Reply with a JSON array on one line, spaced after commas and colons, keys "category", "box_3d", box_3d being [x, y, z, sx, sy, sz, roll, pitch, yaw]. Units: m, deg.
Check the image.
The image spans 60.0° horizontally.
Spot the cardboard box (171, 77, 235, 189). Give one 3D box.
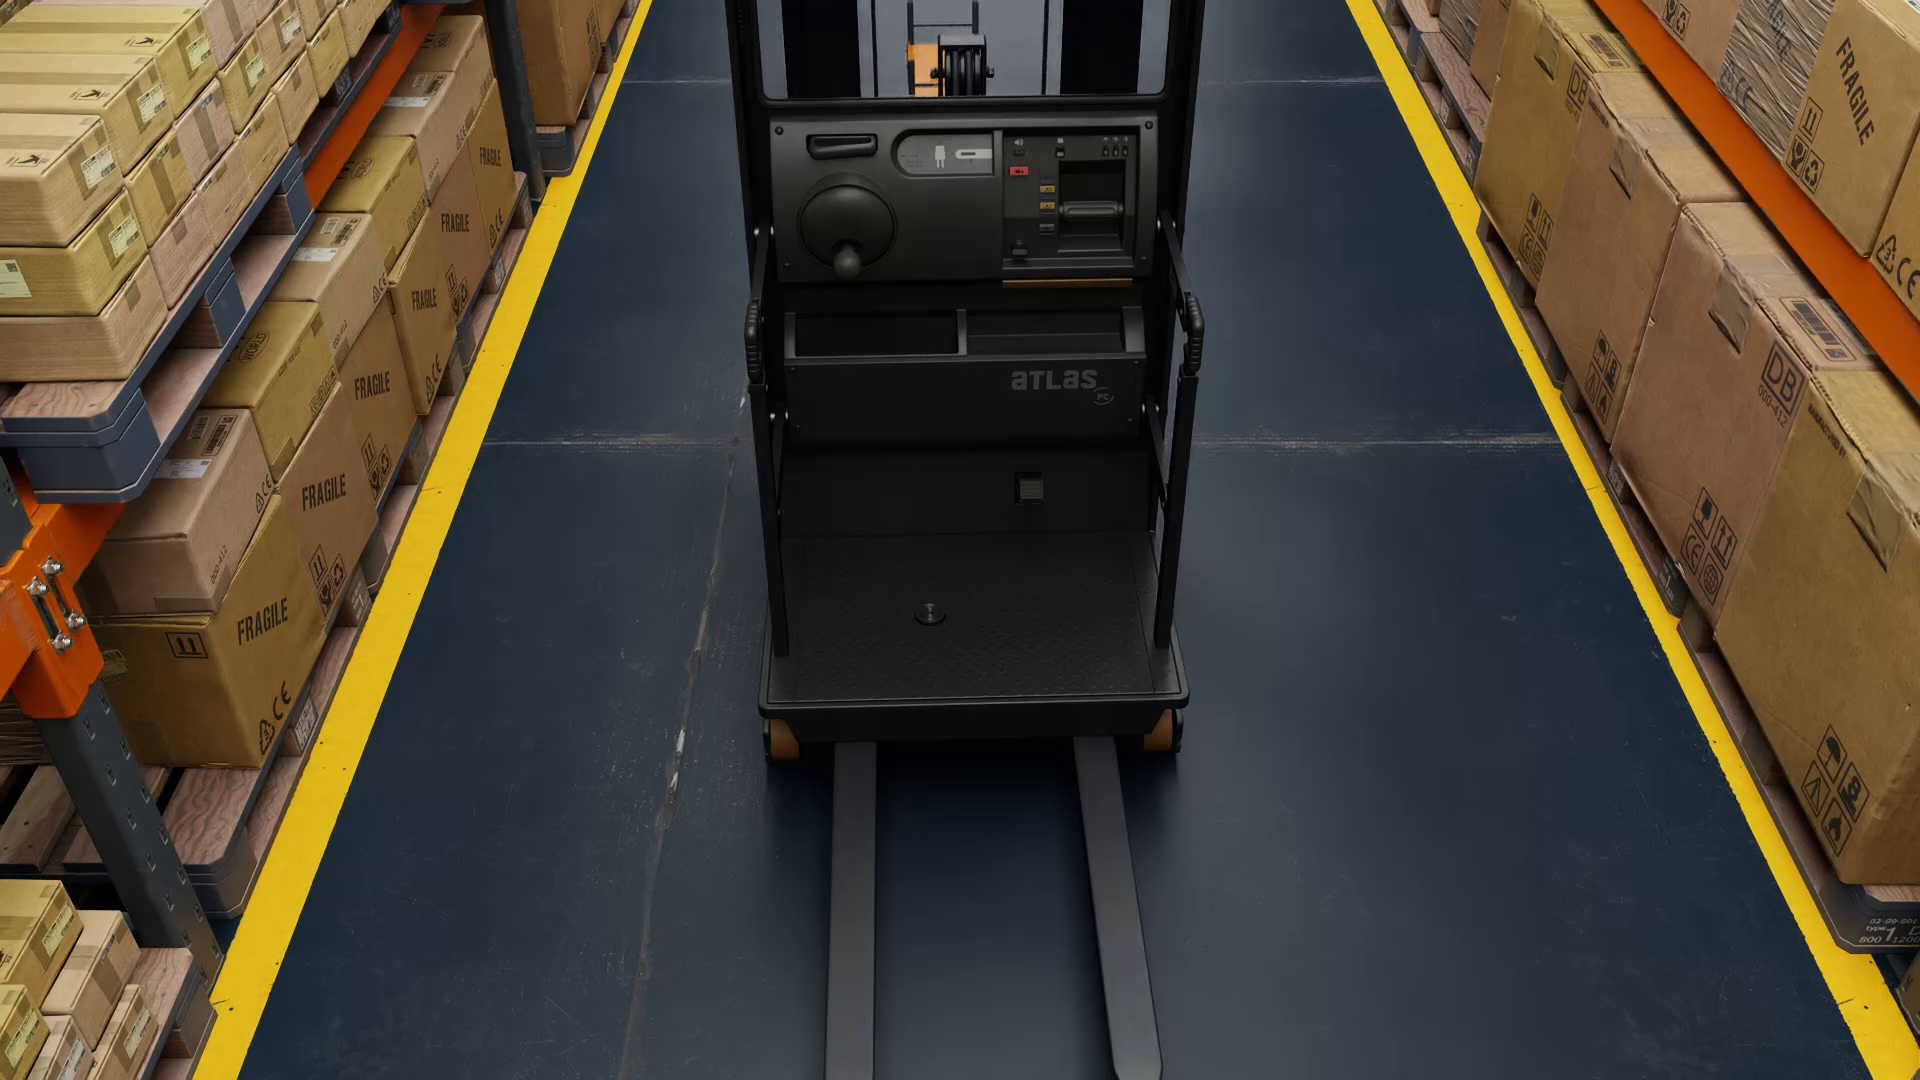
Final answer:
[{"category": "cardboard box", "box_3d": [-1.806, -0.877, 3.573, 0.380, 0.149, 0.250, 1, 39, 1]}]

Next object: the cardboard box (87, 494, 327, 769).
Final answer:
[{"category": "cardboard box", "box_3d": [-1.998, 0.225, 4.234, 0.500, 0.500, 0.500, 1, 39, 2]}]

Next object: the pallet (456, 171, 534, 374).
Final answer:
[{"category": "pallet", "box_3d": [-2.268, -1.049, 6.391, 1.003, 0.211, 1.213, 0, 39, 0]}]

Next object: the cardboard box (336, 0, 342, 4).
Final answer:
[{"category": "cardboard box", "box_3d": [-1.807, -1.531, 4.389, 0.380, 0.149, 0.250, -1, 39, -1]}]

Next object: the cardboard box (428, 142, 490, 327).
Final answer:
[{"category": "cardboard box", "box_3d": [-2.008, -1.079, 5.860, 0.500, 0.500, 0.500, 1, 39, 2]}]

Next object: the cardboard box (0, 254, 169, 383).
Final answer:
[{"category": "cardboard box", "box_3d": [-1.803, -0.437, 3.262, 0.380, 0.149, 0.250, -2, 39, -2]}]

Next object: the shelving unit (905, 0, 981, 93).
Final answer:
[{"category": "shelving unit", "box_3d": [-0.050, -1.191, 5.777, 0.258, 1.200, 0.503, -1, 39, -1]}]

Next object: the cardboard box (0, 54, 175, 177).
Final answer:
[{"category": "cardboard box", "box_3d": [-1.810, -0.844, 3.294, 0.380, 0.149, 0.250, 1, 39, 1]}]

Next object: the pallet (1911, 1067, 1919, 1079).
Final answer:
[{"category": "pallet", "box_3d": [2.620, 1.499, 3.211, 1.003, 0.211, 1.213, 0, 39, 0]}]

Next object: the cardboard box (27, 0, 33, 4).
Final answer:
[{"category": "cardboard box", "box_3d": [-2.466, -1.380, 4.200, 0.380, 0.149, 0.250, 0, 39, 0]}]

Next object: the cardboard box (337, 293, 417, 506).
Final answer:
[{"category": "cardboard box", "box_3d": [-2.015, -0.434, 5.056, 0.500, 0.500, 0.500, 1, 39, 1]}]

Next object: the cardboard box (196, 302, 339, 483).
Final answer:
[{"category": "cardboard box", "box_3d": [-2.002, -0.401, 4.415, 0.500, 0.250, 0.500, 1, 39, 1]}]

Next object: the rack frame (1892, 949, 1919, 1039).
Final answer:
[{"category": "rack frame", "box_3d": [2.697, -0.065, 2.933, 1.000, 3.000, 0.127, 0, 39, 0]}]

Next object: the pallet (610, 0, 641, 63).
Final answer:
[{"category": "pallet", "box_3d": [-2.191, -2.792, 8.565, 1.003, 0.211, 1.213, 0, 39, 0]}]

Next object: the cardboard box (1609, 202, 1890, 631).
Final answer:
[{"category": "cardboard box", "box_3d": [2.675, -0.359, 4.662, 1.225, 0.875, 0.875, -1, 39, -2]}]

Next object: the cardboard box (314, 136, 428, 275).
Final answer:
[{"category": "cardboard box", "box_3d": [-2.008, -1.046, 5.220, 0.500, 0.250, 0.500, 1, 39, 1]}]

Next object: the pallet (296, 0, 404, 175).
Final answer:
[{"category": "pallet", "box_3d": [-2.224, -1.313, 4.644, 1.003, 0.211, 1.213, 0, 39, 0]}]

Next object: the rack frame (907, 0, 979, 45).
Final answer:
[{"category": "rack frame", "box_3d": [-0.058, -1.344, 5.967, 0.240, 1.200, 0.015, -1, 39, -1]}]

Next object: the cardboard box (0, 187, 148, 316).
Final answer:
[{"category": "cardboard box", "box_3d": [-1.803, -0.553, 3.169, 0.380, 0.149, 0.250, 1, 39, 1]}]

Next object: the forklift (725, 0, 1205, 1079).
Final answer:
[{"category": "forklift", "box_3d": [0.021, -0.752, 3.845, 1.130, 2.935, 3.031, -1, 39, -2]}]

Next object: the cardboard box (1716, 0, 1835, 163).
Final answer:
[{"category": "cardboard box", "box_3d": [2.427, -1.346, 4.451, 0.500, 0.500, 0.500, 0, 39, 0]}]

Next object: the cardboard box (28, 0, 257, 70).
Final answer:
[{"category": "cardboard box", "box_3d": [-1.805, -1.160, 3.688, 0.380, 0.149, 0.250, -1, 39, -1]}]

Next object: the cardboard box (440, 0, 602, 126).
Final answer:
[{"category": "cardboard box", "box_3d": [-2.178, -2.293, 7.176, 1.050, 0.750, 0.750, -1, 39, -1]}]

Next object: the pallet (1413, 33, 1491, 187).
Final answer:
[{"category": "pallet", "box_3d": [2.693, -1.967, 7.536, 1.003, 0.211, 1.213, 0, 39, 0]}]

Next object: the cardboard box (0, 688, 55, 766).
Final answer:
[{"category": "cardboard box", "box_3d": [-2.515, 0.224, 4.235, 0.500, 0.500, 0.500, -1, 39, -1]}]

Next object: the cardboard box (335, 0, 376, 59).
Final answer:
[{"category": "cardboard box", "box_3d": [-1.807, -1.411, 4.478, 0.380, 0.149, 0.250, -2, 39, -2]}]

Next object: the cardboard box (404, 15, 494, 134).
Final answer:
[{"category": "cardboard box", "box_3d": [-2.004, -1.680, 6.011, 0.500, 0.250, 0.500, -1, 39, -1]}]

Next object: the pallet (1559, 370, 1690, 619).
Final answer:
[{"category": "pallet", "box_3d": [2.617, -0.224, 5.361, 1.003, 0.211, 1.213, 0, 39, 0]}]

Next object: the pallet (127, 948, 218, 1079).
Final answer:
[{"category": "pallet", "box_3d": [-2.227, 1.383, 3.355, 1.003, 0.211, 1.213, 0, 39, 0]}]

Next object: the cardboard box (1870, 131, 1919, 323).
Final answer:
[{"category": "cardboard box", "box_3d": [2.430, -0.706, 3.652, 0.500, 0.500, 0.500, 1, 39, 1]}]

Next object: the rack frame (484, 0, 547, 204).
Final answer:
[{"category": "rack frame", "box_3d": [-2.267, -2.626, 6.128, 1.000, 3.000, 0.127, 0, 39, 0]}]

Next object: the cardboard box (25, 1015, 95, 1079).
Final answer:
[{"category": "cardboard box", "box_3d": [-1.932, 1.074, 3.217, 0.380, 0.149, 0.250, -2, 39, -2]}]

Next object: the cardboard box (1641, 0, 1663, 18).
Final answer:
[{"category": "cardboard box", "box_3d": [2.424, -1.979, 5.241, 0.500, 0.500, 0.500, -1, 39, -1]}]

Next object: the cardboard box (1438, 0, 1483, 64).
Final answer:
[{"category": "cardboard box", "box_3d": [2.659, -2.529, 7.654, 0.700, 0.500, 0.500, -3, 39, -4]}]

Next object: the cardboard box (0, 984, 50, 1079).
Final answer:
[{"category": "cardboard box", "box_3d": [-1.962, 0.974, 3.104, 0.380, 0.149, 0.250, 0, 39, 1]}]

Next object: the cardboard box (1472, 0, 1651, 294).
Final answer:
[{"category": "cardboard box", "box_3d": [2.673, -1.470, 6.048, 1.225, 0.875, 0.875, -2, 39, -2]}]

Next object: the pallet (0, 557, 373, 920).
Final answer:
[{"category": "pallet", "box_3d": [-2.265, 0.477, 4.486, 1.003, 0.211, 1.213, 0, 39, 0]}]

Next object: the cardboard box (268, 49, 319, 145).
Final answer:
[{"category": "cardboard box", "box_3d": [-1.806, -1.083, 4.068, 0.380, 0.149, 0.250, -2, 39, -2]}]

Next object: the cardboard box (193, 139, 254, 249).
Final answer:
[{"category": "cardboard box", "box_3d": [-1.806, -0.767, 3.673, 0.380, 0.149, 0.250, 0, 39, 0]}]

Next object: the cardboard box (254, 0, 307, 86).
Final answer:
[{"category": "cardboard box", "box_3d": [-1.810, -1.208, 3.986, 0.380, 0.149, 0.250, 1, 39, 2]}]

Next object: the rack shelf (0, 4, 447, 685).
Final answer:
[{"category": "rack shelf", "box_3d": [-2.265, -1.095, 4.793, 1.077, 0.370, 4.000, 0, 39, 0]}]
